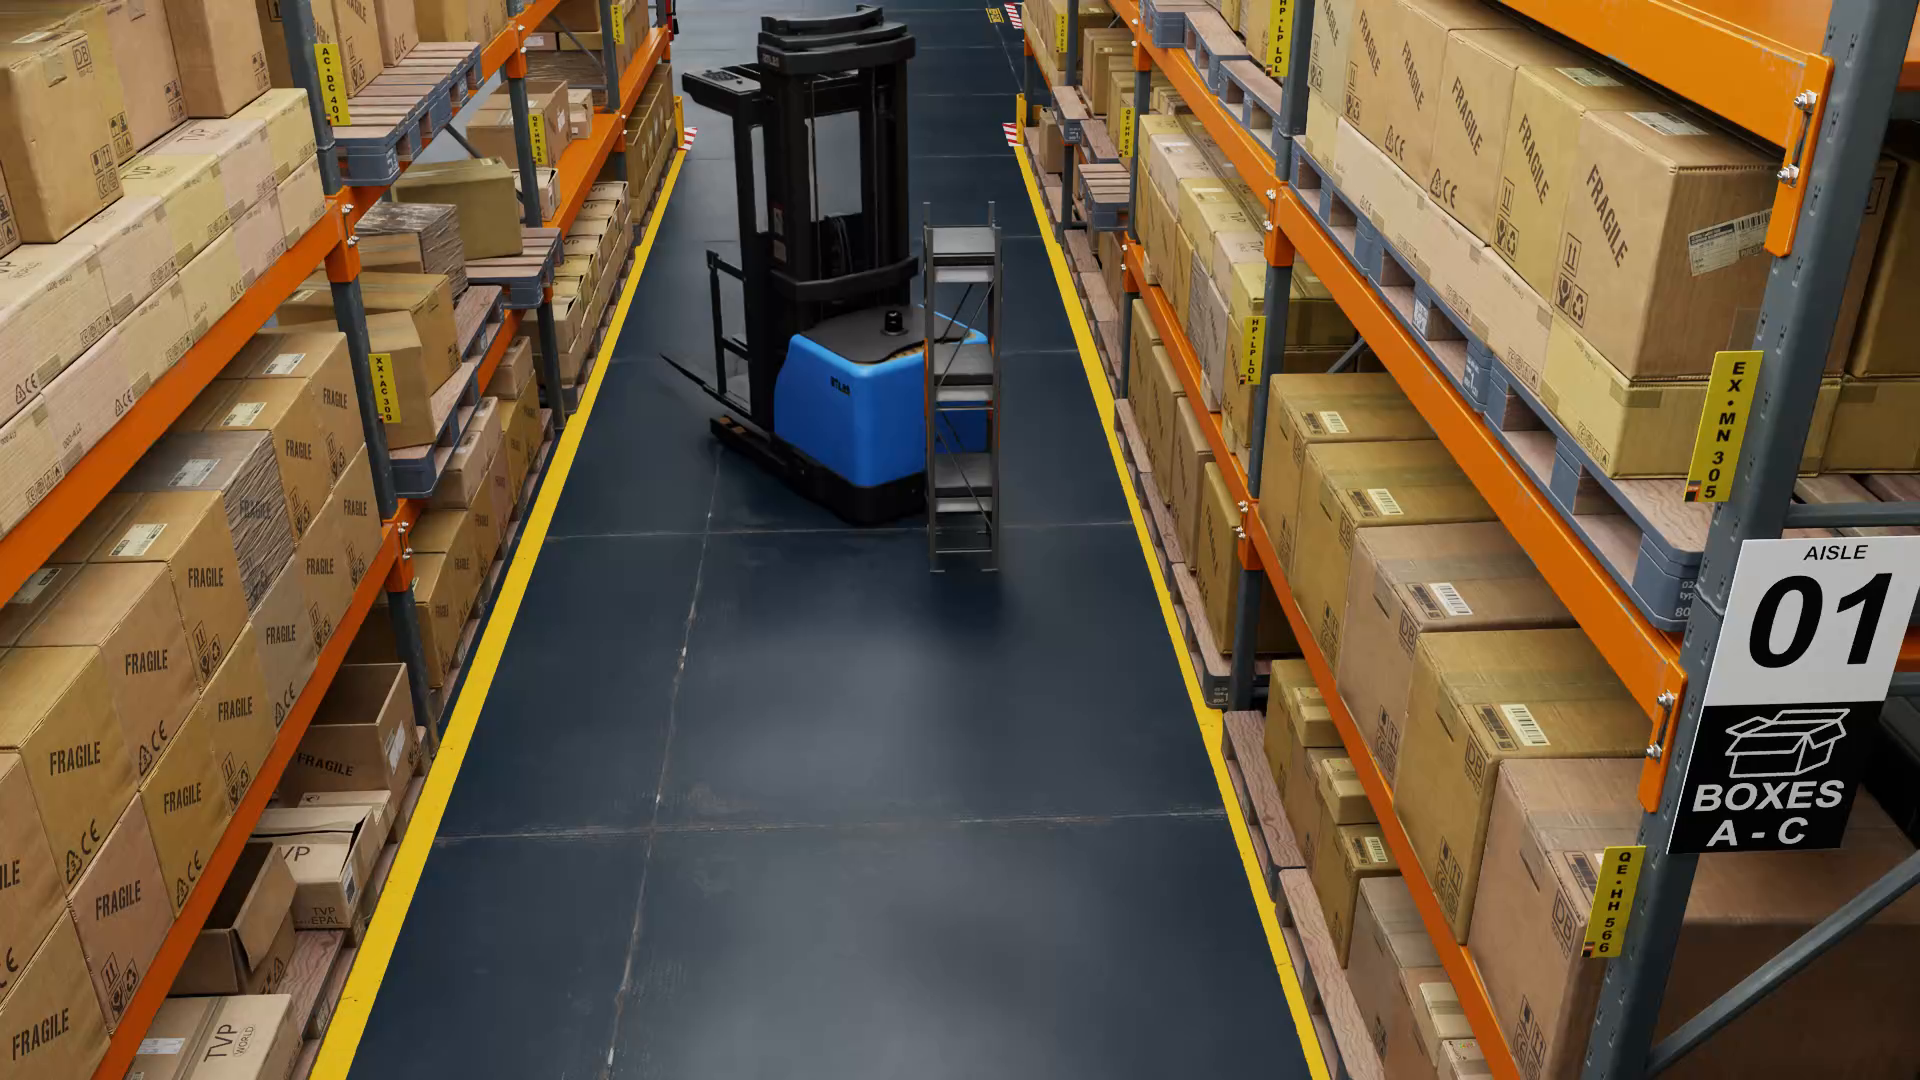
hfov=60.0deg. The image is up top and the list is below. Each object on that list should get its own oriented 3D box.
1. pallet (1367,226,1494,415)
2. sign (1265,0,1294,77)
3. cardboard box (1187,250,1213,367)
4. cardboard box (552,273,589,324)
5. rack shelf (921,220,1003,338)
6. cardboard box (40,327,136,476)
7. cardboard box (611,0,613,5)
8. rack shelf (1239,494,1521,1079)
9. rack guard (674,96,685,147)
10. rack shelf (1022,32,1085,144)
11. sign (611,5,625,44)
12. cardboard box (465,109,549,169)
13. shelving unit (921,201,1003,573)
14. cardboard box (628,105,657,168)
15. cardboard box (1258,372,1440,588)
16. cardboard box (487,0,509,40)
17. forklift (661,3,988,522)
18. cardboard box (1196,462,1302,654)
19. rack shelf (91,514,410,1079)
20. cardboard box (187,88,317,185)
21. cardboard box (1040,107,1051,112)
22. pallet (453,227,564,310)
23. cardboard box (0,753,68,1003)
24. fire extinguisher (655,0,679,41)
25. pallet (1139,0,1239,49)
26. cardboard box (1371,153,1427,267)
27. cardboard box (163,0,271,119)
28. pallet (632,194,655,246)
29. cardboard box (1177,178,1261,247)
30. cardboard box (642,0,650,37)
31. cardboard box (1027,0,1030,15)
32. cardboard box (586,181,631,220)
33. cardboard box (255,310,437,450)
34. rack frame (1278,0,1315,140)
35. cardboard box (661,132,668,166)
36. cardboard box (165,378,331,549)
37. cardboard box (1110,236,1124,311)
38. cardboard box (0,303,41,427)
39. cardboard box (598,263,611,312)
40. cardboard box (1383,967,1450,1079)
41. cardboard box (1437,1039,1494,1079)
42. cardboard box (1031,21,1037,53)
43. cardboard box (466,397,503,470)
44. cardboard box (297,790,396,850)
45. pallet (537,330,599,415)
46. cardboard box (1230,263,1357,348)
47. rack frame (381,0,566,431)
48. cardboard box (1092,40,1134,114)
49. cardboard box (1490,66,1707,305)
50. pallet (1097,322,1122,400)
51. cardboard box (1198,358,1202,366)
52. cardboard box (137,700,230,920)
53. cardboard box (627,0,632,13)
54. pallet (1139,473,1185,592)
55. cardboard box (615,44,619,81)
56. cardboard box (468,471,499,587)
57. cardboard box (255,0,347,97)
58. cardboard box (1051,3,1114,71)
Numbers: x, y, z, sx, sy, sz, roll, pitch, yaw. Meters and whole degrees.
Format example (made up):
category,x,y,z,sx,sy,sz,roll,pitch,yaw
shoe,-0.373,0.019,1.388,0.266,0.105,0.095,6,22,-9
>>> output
category,x,y,z,sx,sy,sz,roll,pitch,yaw
pallet,1.952,-0.740,5.278,1.003,0.211,1.213,-1,28,-3
sign,1.317,-2.071,6.834,0.100,0.325,0.005,-1,28,-3
cardboard box,1.529,-1.249,8.950,0.500,0.500,0.500,-1,28,-3
cardboard box,-3.067,-1.823,12.414,0.500,0.311,0.500,-2,28,-4
rack shelf,0.009,-1.463,9.300,0.431,0.518,0.480,-1,28,-3
cardboard box,-2.693,-0.390,4.673,0.500,0.250,0.500,-1,28,-3
cardboard box,-3.563,-5.020,15.121,0.700,0.500,0.500,-1,28,-3
rack shelf,1.963,0.853,6.149,1.077,0.370,4.000,-1,28,-3
rack guard,-3.716,-4.713,18.745,1.175,0.500,0.348,-1,28,-3
rack shelf,1.337,-4.689,16.774,1.077,0.370,4.000,-1,28,-3
sign,-2.964,-4.459,14.389,0.100,0.325,0.005,-1,28,-3
cardboard box,-3.401,-2.934,12.524,0.500,0.500,0.500,-3,28,-5
shelving unit,0.009,-0.855,9.618,0.431,2.100,0.503,-1,28,-3
cardboard box,-3.270,-3.946,16.280,0.500,0.500,0.500,-1,28,-3
cardboard box,1.871,-0.272,7.203,0.980,0.700,0.700,-1,28,-2
cardboard box,-3.240,-3.289,9.961,0.910,0.500,0.500,-1,28,-3
forklift,-1.075,-2.032,10.977,1.130,2.935,3.031,-19,33,-32
cardboard box,1.695,0.080,8.723,0.750,0.750,0.750,-1,28,-2
rack shelf,-2.984,0.974,5.916,1.077,0.370,4.000,-1,28,-3
cardboard box,-2.791,-1.535,6.328,0.500,0.250,0.500,-1,28,-3
cardboard box,1.178,-4.613,18.282,0.500,0.311,0.500,-4,28,-8
pallet,-3.191,-1.719,10.510,1.213,0.211,1.003,-1,28,-3
cardboard box,-2.639,0.880,4.130,0.500,0.500,0.500,-1,28,-1
fire extinguisher,-3.257,-5.842,18.290,0.296,0.674,0.183,-1,28,-3
pallet,1.736,-3.187,10.078,1.213,0.211,1.003,0,28,0
cardboard box,1.678,-1.086,5.444,0.500,0.250,0.500,-2,28,-4
cardboard box,-3.024,-1.862,6.144,0.700,0.500,0.500,-1,28,-3
pallet,-3.505,-3.095,15.955,1.003,0.211,1.213,-1,28,-3
cardboard box,1.508,-1.824,9.241,0.500,0.250,0.500,-2,28,-4
cardboard box,-3.703,-5.638,17.709,0.700,0.500,0.500,-1,28,-3
cardboard box,0.973,-5.750,17.361,0.500,0.500,0.500,-1,28,-2
cardboard box,-3.198,-2.998,14.668,0.500,0.311,0.500,-1,28,-3
cardboard box,-2.889,-0.723,7.830,0.700,0.500,0.500,-11,29,-20
rack frame,1.859,-3.050,6.366,1.000,3.000,0.127,-1,28,-3
cardboard box,-3.326,-4.075,17.339,0.500,0.250,0.500,-1,28,-3
cardboard box,-2.774,-0.292,6.377,0.500,0.500,0.500,-2,28,-4
cardboard box,1.595,-2.124,13.307,0.700,0.500,0.500,-2,28,-3
cardboard box,-2.665,-0.381,4.114,0.500,0.250,0.500,-1,28,-3
cardboard box,-3.118,-2.040,13.438,0.500,0.250,0.500,-1,28,-2
cardboard box,1.905,1.828,5.751,0.700,0.500,0.500,-1,28,-3
cardboard box,1.743,1.716,5.263,0.380,0.149,0.250,-2,28,-3
cardboard box,1.003,-5.166,17.052,0.500,0.250,0.500,-2,28,-3
cardboard box,-2.949,-0.610,9.593,0.500,0.250,0.500,-2,28,-4
cardboard box,-2.695,1.229,7.258,0.380,0.149,0.250,-1,28,-3
pallet,-3.301,-1.260,12.438,1.003,0.211,1.213,-1,28,-3
cardboard box,1.579,-1.117,7.885,0.500,0.250,0.500,-1,28,-1
rack frame,-3.297,-2.116,11.063,1.000,3.000,0.127,-1,28,-3
cardboard box,1.456,-3.829,13.765,0.700,0.500,0.500,1,28,3
cardboard box,1.742,-0.932,4.338,0.500,0.500,0.500,-1,28,-1
pallet,1.611,-1.361,12.632,1.003,0.211,1.213,-1,28,-3
cardboard box,1.536,-1.024,9.220,0.380,0.149,0.250,-2,28,-4
cardboard box,-2.695,0.853,5.262,0.500,0.500,0.500,-1,28,-3
cardboard box,-3.421,-5.254,16.270,0.380,0.149,0.250,-2,28,-3
pallet,1.676,-0.073,10.161,1.003,0.211,1.213,-1,28,-3
cardboard box,-3.569,-4.455,15.440,0.700,0.500,0.500,-2,28,-3
cardboard box,-2.927,-0.061,9.351,0.500,0.500,0.500,-1,28,-2
cardboard box,-3.041,-2.108,7.133,0.600,0.600,0.600,-4,28,-8
cardboard box,1.108,-4.570,15.098,0.500,0.500,0.500,-1,28,-3
